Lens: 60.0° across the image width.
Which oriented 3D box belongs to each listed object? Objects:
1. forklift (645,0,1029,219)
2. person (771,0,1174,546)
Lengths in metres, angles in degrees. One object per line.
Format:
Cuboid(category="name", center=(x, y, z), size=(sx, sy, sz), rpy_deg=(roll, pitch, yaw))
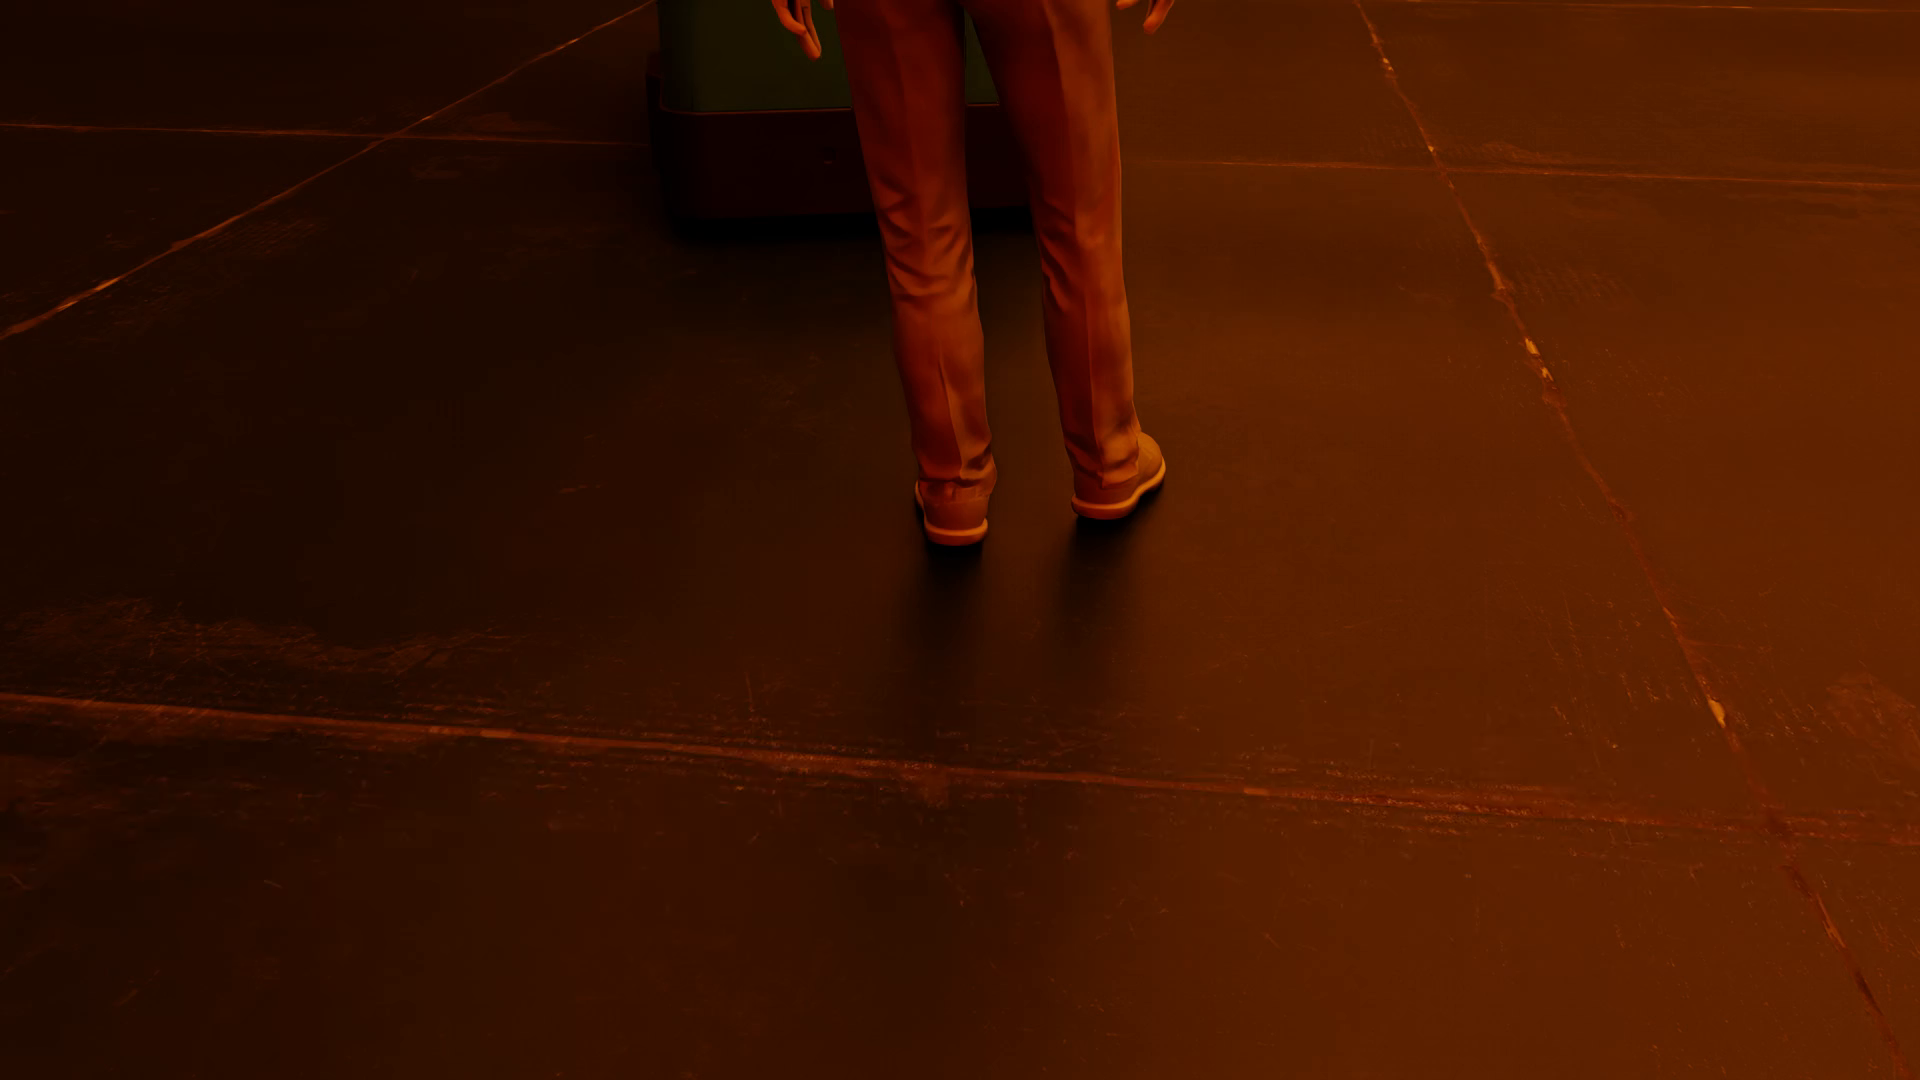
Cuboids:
Cuboid(category="forklift", center=(-0.371, -2.679, 4.588), size=(1.130, 2.935, 3.031), rpy_deg=(-4, 27, -7))
Cuboid(category="person", center=(0.016, -0.794, 2.178), size=(0.586, 1.694, 0.531), rpy_deg=(3, 27, 7))
